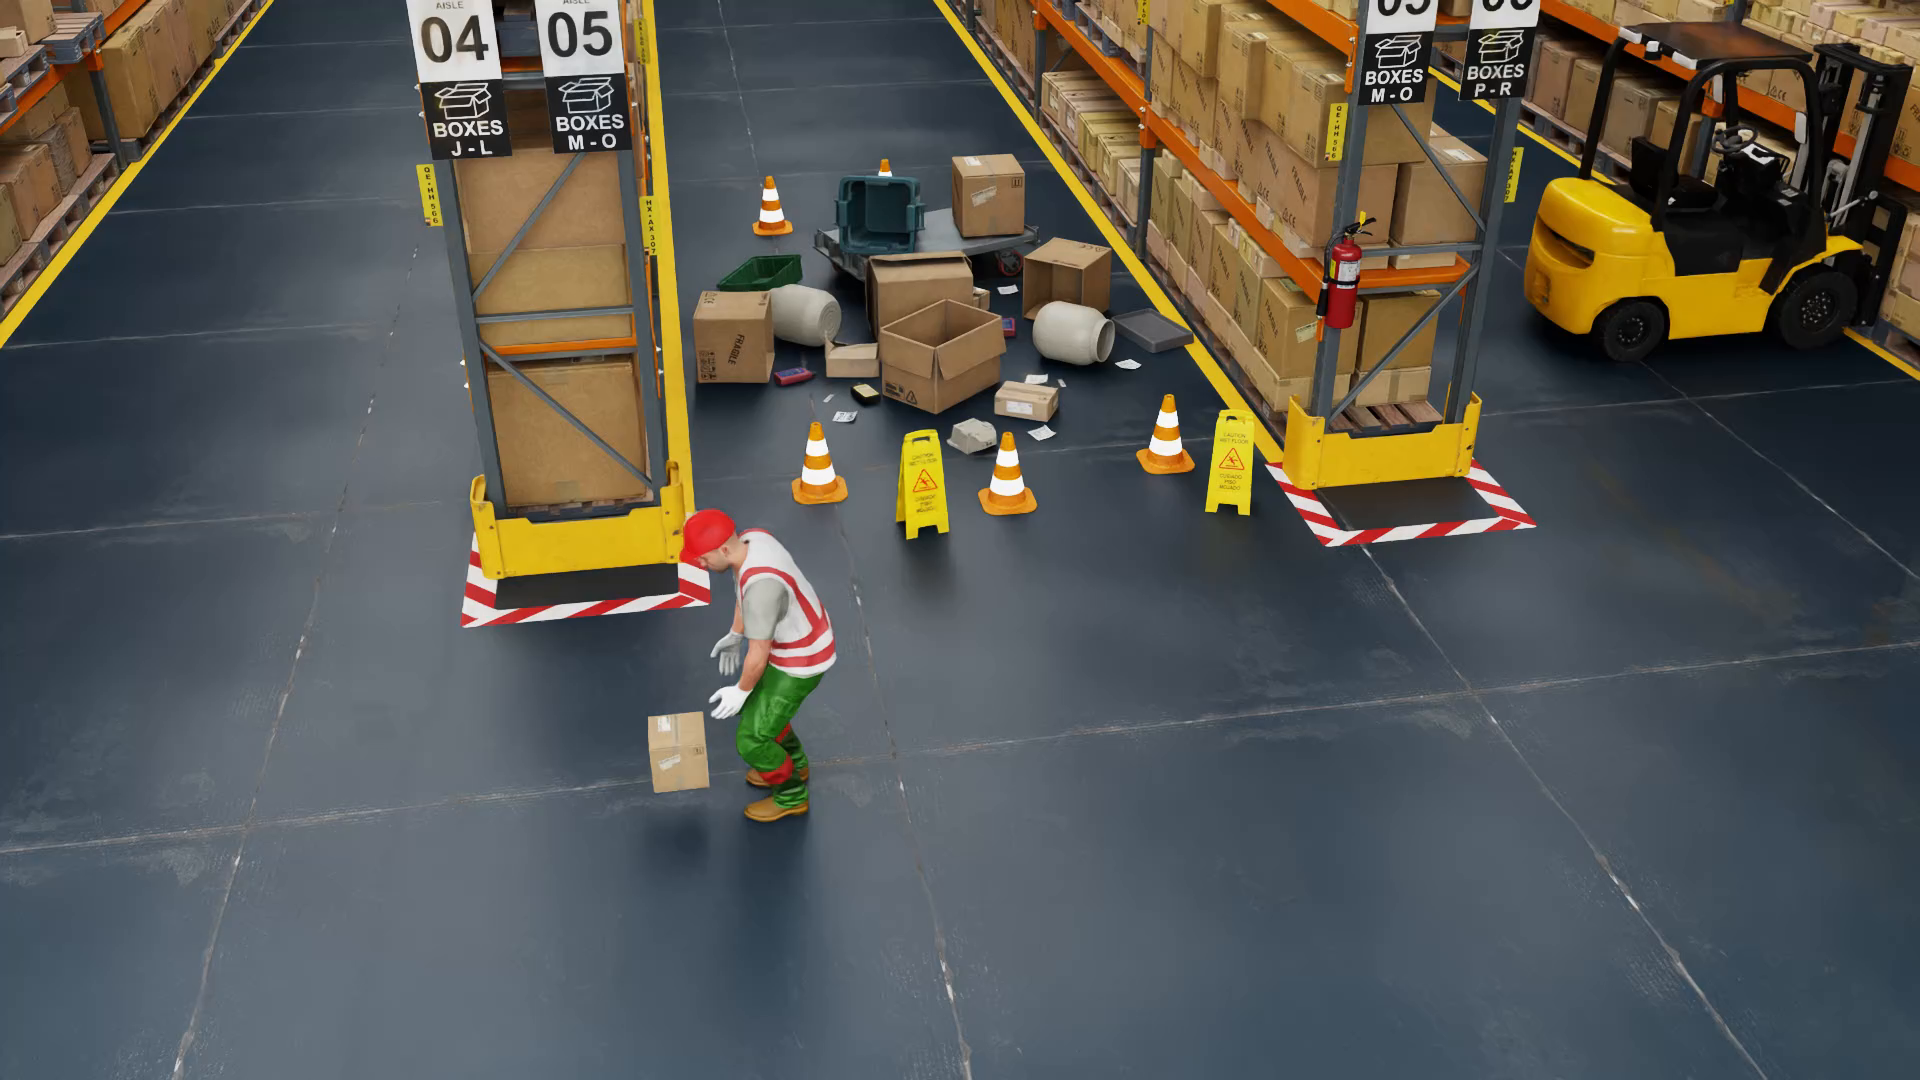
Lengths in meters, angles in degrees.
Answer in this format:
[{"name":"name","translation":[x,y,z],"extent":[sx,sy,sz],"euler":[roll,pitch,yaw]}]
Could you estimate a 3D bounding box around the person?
[{"name":"person","translation":[-0.873,0.544,7.397],"extent":[0.647,1.580,0.575],"euler":[-5,31,-8]}]
